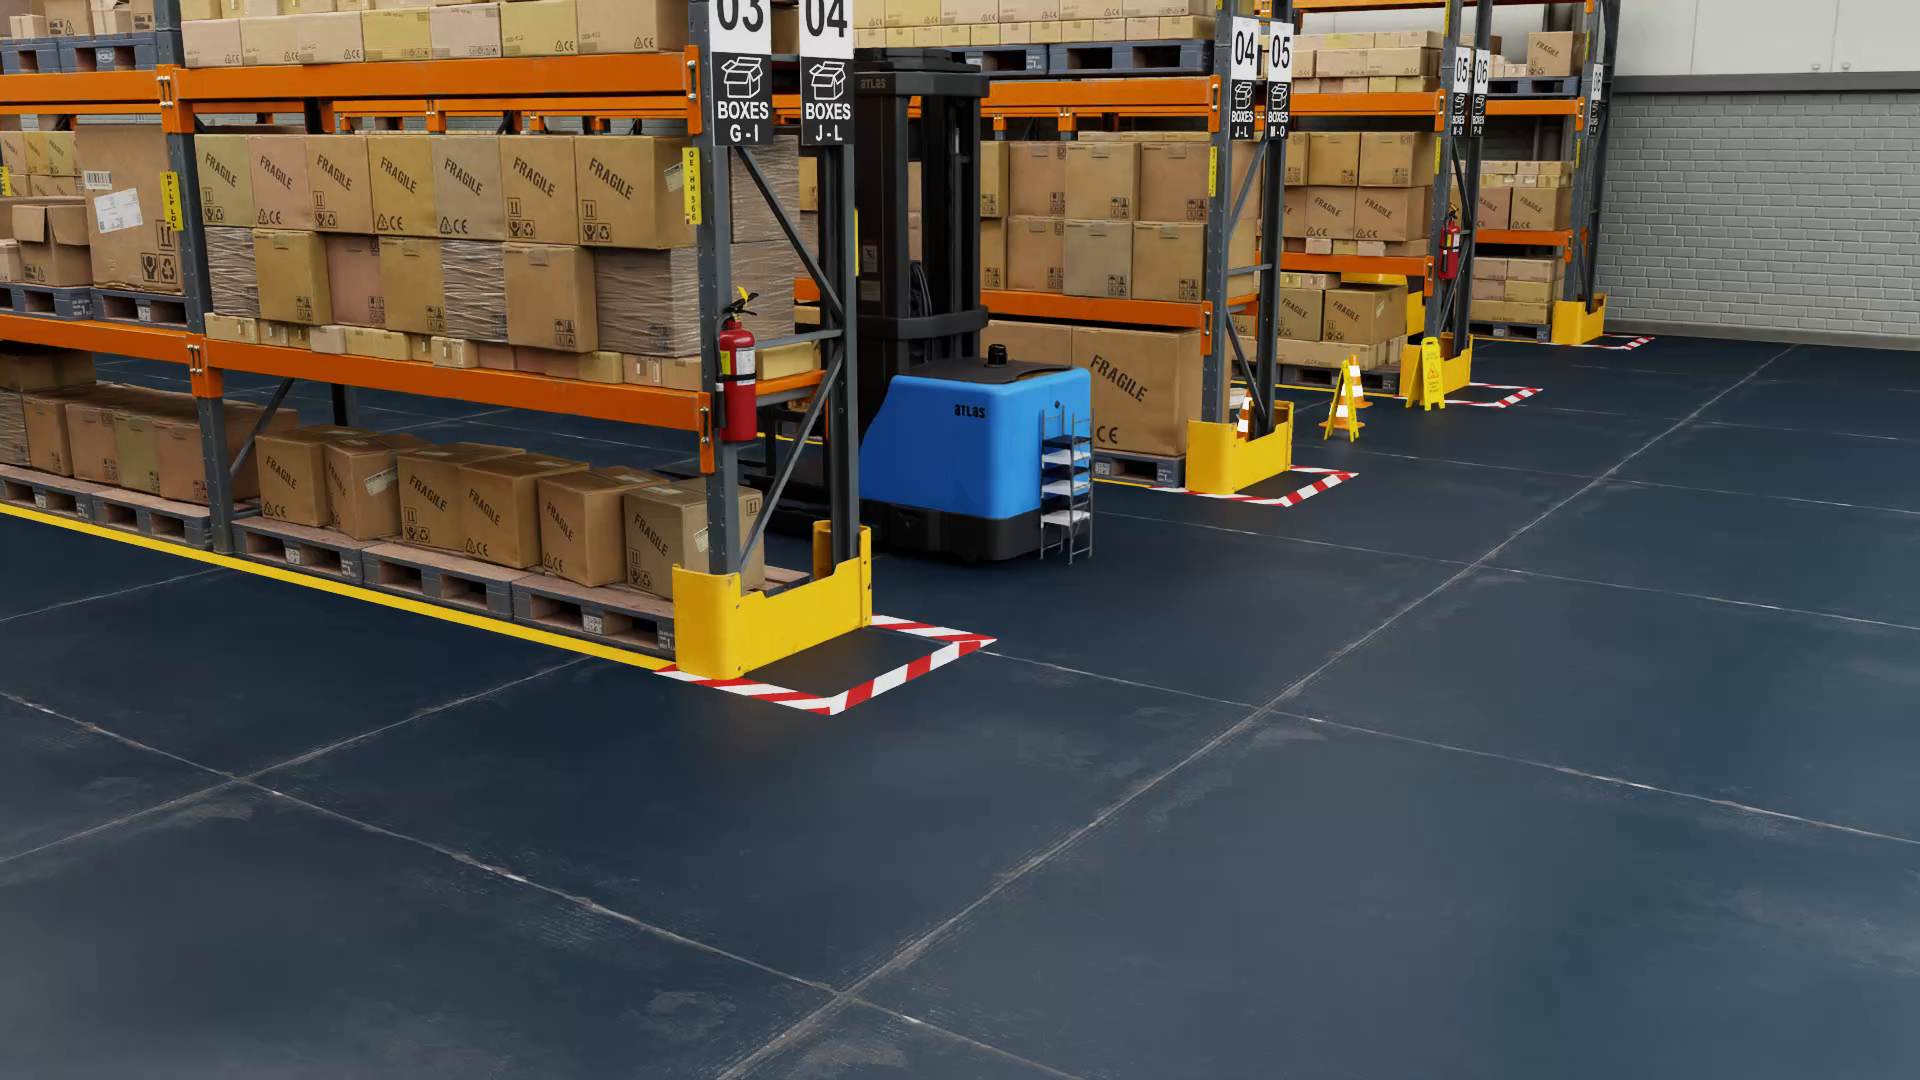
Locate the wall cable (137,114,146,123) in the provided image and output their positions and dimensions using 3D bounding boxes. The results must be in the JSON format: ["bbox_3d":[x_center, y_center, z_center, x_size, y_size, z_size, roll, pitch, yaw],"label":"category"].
[{"bbox_3d":[-13.274,-6.311,27.395,0.123,1.953,0.585,9,17,33],"label":"wall cable"}]

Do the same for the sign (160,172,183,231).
[{"bbox_3d":[-4.462,-1.917,9.414,0.005,0.325,0.100,9,17,33],"label":"sign"}]

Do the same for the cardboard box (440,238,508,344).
[{"bbox_3d":[-2.150,-1.320,8.587,0.500,0.500,0.875,9,17,33],"label":"cardboard box"}]

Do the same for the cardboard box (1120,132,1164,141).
[{"bbox_3d":[2.031,-3.945,17.109,0.500,0.500,0.700,9,17,33],"label":"cardboard box"}]

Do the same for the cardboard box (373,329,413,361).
[{"bbox_3d":[-2.893,-1.056,8.871,0.250,0.149,0.380,9,17,33],"label":"cardboard box"}]

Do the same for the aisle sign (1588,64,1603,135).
[{"bbox_3d":[7.352,-5.090,19.232,0.004,0.787,0.394,9,17,33],"label":"aisle sign"}]

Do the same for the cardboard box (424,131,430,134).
[{"bbox_3d":[-7.179,-5.580,22.985,0.250,0.149,0.380,9,16,31],"label":"cardboard box"}]

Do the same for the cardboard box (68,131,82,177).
[{"bbox_3d":[-9.770,-4.407,18.977,0.500,0.500,0.500,9,16,31],"label":"cardboard box"}]

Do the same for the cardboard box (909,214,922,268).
[{"bbox_3d":[-0.139,-2.302,13.067,0.550,0.550,0.875,9,17,33],"label":"cardboard box"}]

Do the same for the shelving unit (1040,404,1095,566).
[{"bbox_3d":[0.630,-0.325,9.765,0.210,0.900,0.258,10,17,35],"label":"shelving unit"}]

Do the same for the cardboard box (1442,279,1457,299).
[{"bbox_3d":[6.033,-3.145,20.592,0.500,0.250,0.500,9,16,32],"label":"cardboard box"}]

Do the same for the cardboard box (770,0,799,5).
[{"bbox_3d":[-0.936,-2.589,7.780,0.250,0.149,0.380,9,17,32],"label":"cardboard box"}]

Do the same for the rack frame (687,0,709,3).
[{"bbox_3d":[-0.836,-3.841,7.114,0.127,3.000,1.000,9,17,33],"label":"rack frame"}]

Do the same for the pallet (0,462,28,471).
[{"bbox_3d":[-6.827,-0.543,12.079,1.213,0.211,1.003,9,17,33],"label":"pallet"}]

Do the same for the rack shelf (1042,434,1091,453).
[{"bbox_3d":[0.630,-0.555,9.708,0.200,0.077,0.258,10,17,35],"label":"rack shelf"}]

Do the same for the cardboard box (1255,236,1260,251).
[{"bbox_3d":[3.007,-3.000,16.721,0.250,0.149,0.380,9,17,33],"label":"cardboard box"}]

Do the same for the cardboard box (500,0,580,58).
[{"bbox_3d":[-1.794,-2.393,7.817,0.500,0.250,0.500,9,17,33],"label":"cardboard box"}]

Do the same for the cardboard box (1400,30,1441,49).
[{"bbox_3d":[4.249,-4.613,15.336,0.250,0.149,0.380,9,17,33],"label":"cardboard box"}]

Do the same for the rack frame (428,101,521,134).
[{"bbox_3d":[-4.623,-2.978,16.109,0.127,3.000,1.000,9,17,33],"label":"rack frame"}]

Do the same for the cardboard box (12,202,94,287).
[{"bbox_3d":[-5.645,-1.934,10.804,0.637,0.503,0.797,11,18,38],"label":"cardboard box"}]

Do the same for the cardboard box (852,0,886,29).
[{"bbox_3d":[-0.634,-4.032,12.739,0.500,0.250,0.500,9,17,32],"label":"cardboard box"}]

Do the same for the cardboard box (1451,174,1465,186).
[{"bbox_3d":[6.160,-4.387,20.244,0.250,0.149,0.380,9,16,31],"label":"cardboard box"}]

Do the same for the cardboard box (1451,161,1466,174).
[{"bbox_3d":[6.149,-4.527,20.190,0.250,0.149,0.380,10,17,34],"label":"cardboard box"}]

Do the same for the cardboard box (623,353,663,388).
[{"bbox_3d":[-1.395,-0.838,7.989,0.250,0.149,0.380,9,17,33],"label":"cardboard box"}]

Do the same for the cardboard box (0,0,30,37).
[{"bbox_3d":[-6.388,-3.500,10.730,0.500,0.500,0.500,9,16,31],"label":"cardboard box"}]

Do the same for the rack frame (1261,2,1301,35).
[{"bbox_3d":[4.142,-7.344,21.263,0.127,3.000,1.000,9,17,33],"label":"rack frame"}]

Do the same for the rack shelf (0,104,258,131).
[{"bbox_3d":[-9.601,-4.889,19.085,4.000,0.370,1.077,9,17,33],"label":"rack shelf"}]

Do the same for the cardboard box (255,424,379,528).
[{"bbox_3d":[-3.846,-0.395,10.003,0.500,0.500,0.500,9,16,31],"label":"cardboard box"}]

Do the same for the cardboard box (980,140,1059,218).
[{"bbox_3d":[0.320,-2.762,12.678,0.500,0.550,0.875,9,17,33],"label":"cardboard box"}]

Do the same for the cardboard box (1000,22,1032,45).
[{"bbox_3d":[0.497,-3.639,11.978,0.250,0.149,0.380,9,17,33],"label":"cardboard box"}]

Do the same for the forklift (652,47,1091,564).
[{"bbox_3d":[-0.683,-1.542,10.452,3.031,2.935,1.130,10,17,35],"label":"forklift"}]

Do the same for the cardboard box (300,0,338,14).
[{"bbox_3d":[-3.186,-2.797,8.621,0.250,0.149,0.380,9,16,32],"label":"cardboard box"}]

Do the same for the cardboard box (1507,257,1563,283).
[{"bbox_3d":[6.905,-3.249,19.975,0.500,0.250,0.500,10,17,35],"label":"cardboard box"}]

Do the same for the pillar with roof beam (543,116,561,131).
[{"bbox_3d":[-9.952,-8.636,26.483,0.400,9.000,9.100,9,17,33],"label":"pillar with roof beam"}]

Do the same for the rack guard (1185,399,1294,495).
[{"bbox_3d":[2.036,-0.688,12.062,0.348,0.500,1.175,9,17,33],"label":"rack guard"}]

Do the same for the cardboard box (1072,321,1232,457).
[{"bbox_3d":[1.416,-1.155,12.294,0.875,0.875,0.875,9,17,33],"label":"cardboard box"}]

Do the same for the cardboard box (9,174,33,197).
[{"bbox_3d":[-11.042,-4.128,19.929,0.500,0.500,0.500,10,17,35],"label":"cardboard box"}]

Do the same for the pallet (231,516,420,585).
[{"bbox_3d":[-3.578,-0.029,10.001,1.213,0.211,1.003,9,17,33],"label":"pallet"}]

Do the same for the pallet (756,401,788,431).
[{"bbox_3d":[-1.986,-1.176,14.634,1.213,0.211,1.003,9,17,33],"label":"pallet"}]

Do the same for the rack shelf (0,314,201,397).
[{"bbox_3d":[-5.815,-1.385,11.172,4.000,0.370,1.077,9,17,33],"label":"rack shelf"}]

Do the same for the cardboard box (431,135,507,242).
[{"bbox_3d":[-2.262,-1.765,8.305,0.500,0.500,0.500,9,17,33],"label":"cardboard box"}]

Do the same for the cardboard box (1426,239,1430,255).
[{"bbox_3d":[4.528,-2.870,16.198,0.250,0.149,0.380,9,17,33],"label":"cardboard box"}]

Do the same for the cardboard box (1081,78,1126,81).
[{"bbox_3d":[1.588,-4.856,17.147,0.500,0.250,0.500,9,16,32],"label":"cardboard box"}]

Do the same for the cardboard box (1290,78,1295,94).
[{"bbox_3d":[3.195,-4.409,16.171,0.250,0.149,0.380,9,16,31],"label":"cardboard box"}]

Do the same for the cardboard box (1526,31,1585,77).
[{"bbox_3d":[6.958,-5.663,19.425,0.500,0.500,0.500,10,17,35],"label":"cardboard box"}]

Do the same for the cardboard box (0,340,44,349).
[{"bbox_3d":[-6.902,-1.282,11.987,0.500,0.250,0.500,10,17,35],"label":"cardboard box"}]

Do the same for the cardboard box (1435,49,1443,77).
[{"bbox_3d":[4.426,-4.553,15.926,0.500,0.250,0.500,9,16,32],"label":"cardboard box"}]

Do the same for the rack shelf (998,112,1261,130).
[{"bbox_3d":[2.483,-5.807,22.793,4.000,0.370,1.077,9,17,33],"label":"rack shelf"}]

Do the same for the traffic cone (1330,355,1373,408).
[{"bbox_3d":[3.618,-1.474,15.316,0.334,0.463,0.336,9,17,33],"label":"traffic cone"}]

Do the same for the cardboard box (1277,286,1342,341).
[{"bbox_3d":[3.449,-2.263,16.511,0.500,0.500,0.500,10,17,35],"label":"cardboard box"}]

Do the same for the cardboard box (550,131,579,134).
[{"bbox_3d":[-5.380,-5.457,22.488,0.250,0.149,0.380,9,16,32],"label":"cardboard box"}]
